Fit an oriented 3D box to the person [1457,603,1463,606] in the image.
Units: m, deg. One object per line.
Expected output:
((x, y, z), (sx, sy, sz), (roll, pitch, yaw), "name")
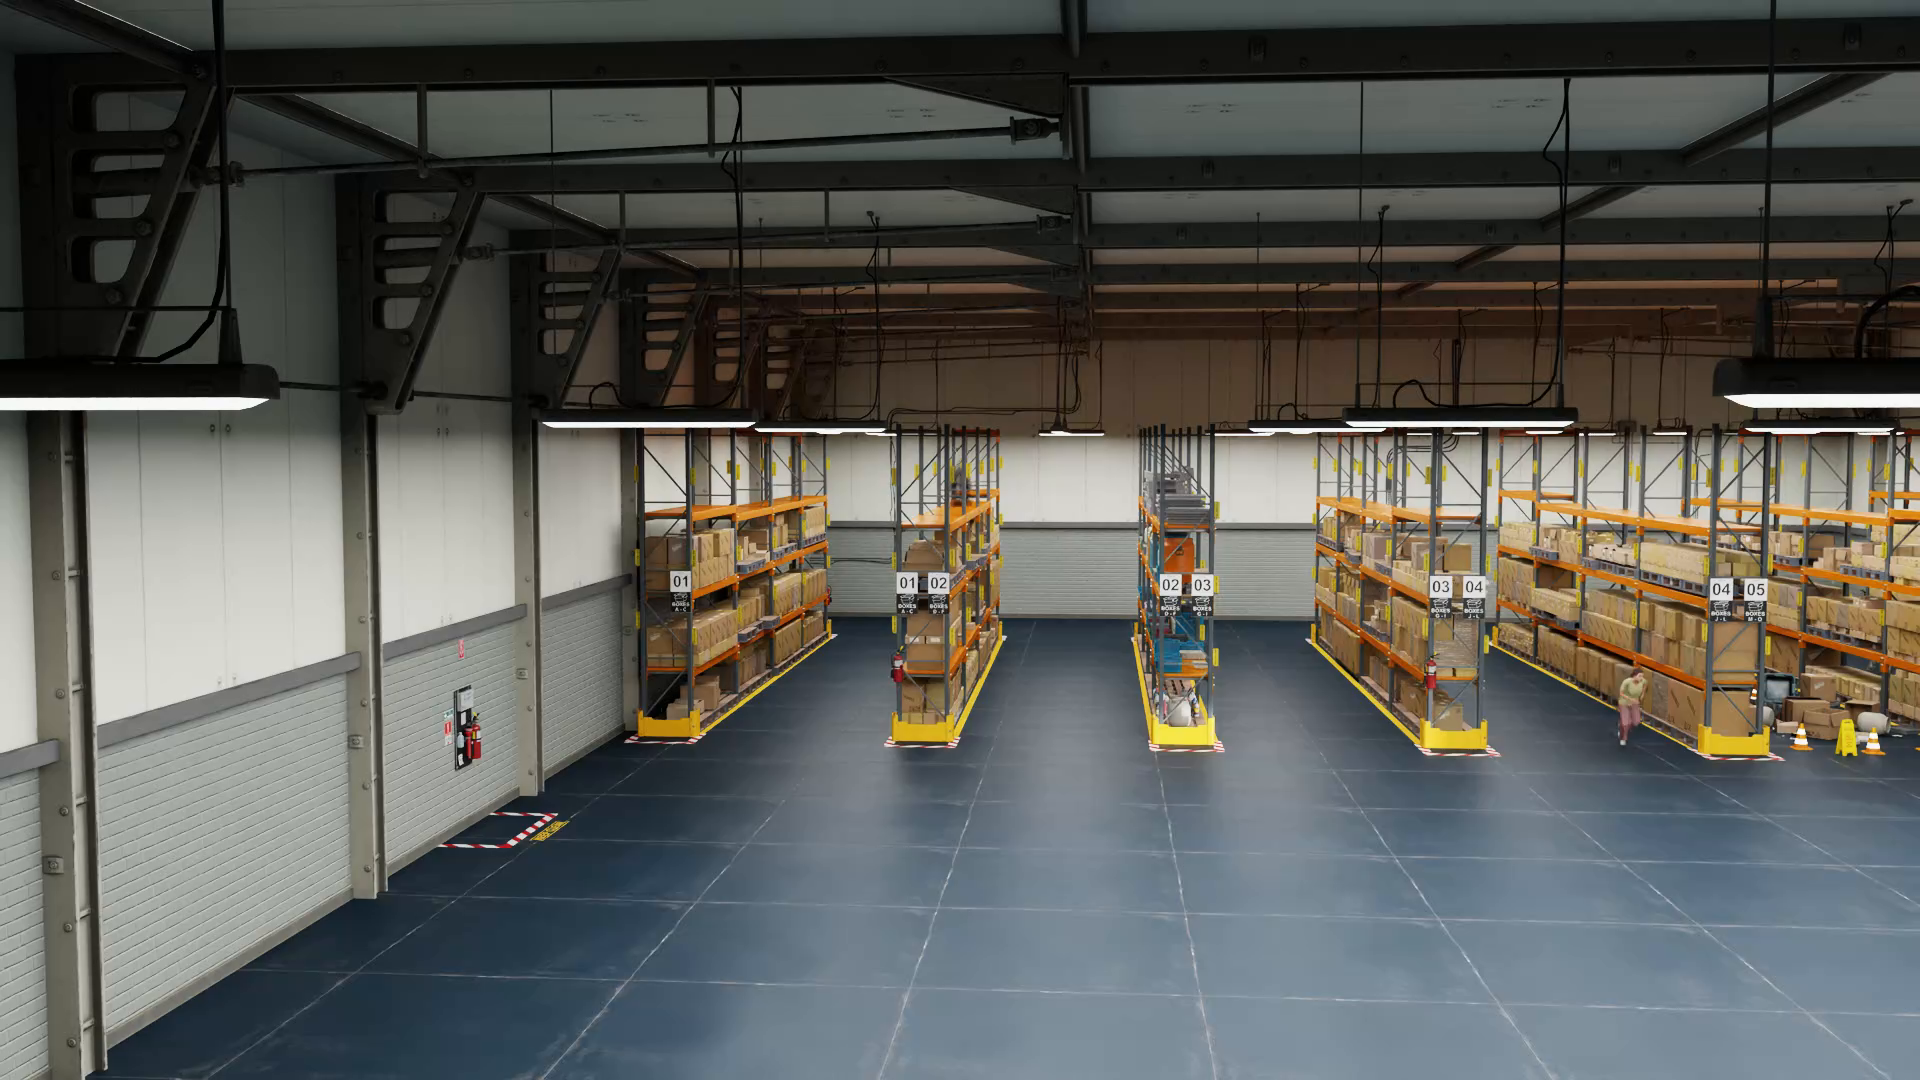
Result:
((13.890, 1.994, 46.997), (0.910, 1.707, 0.749), (-2, 4, -24), "person")

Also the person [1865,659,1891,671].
((22.478, 2.408, 40.703), (0.552, 1.735, 0.801), (0, 3, -2), "person")

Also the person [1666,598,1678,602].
((20.349, 2.034, 47.096), (0.843, 1.700, 0.612), (1, 4, 17), "person")

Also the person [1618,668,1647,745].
((12.533, 3.098, 30.970), (0.601, 1.498, 0.758), (0, 4, -7), "person")
